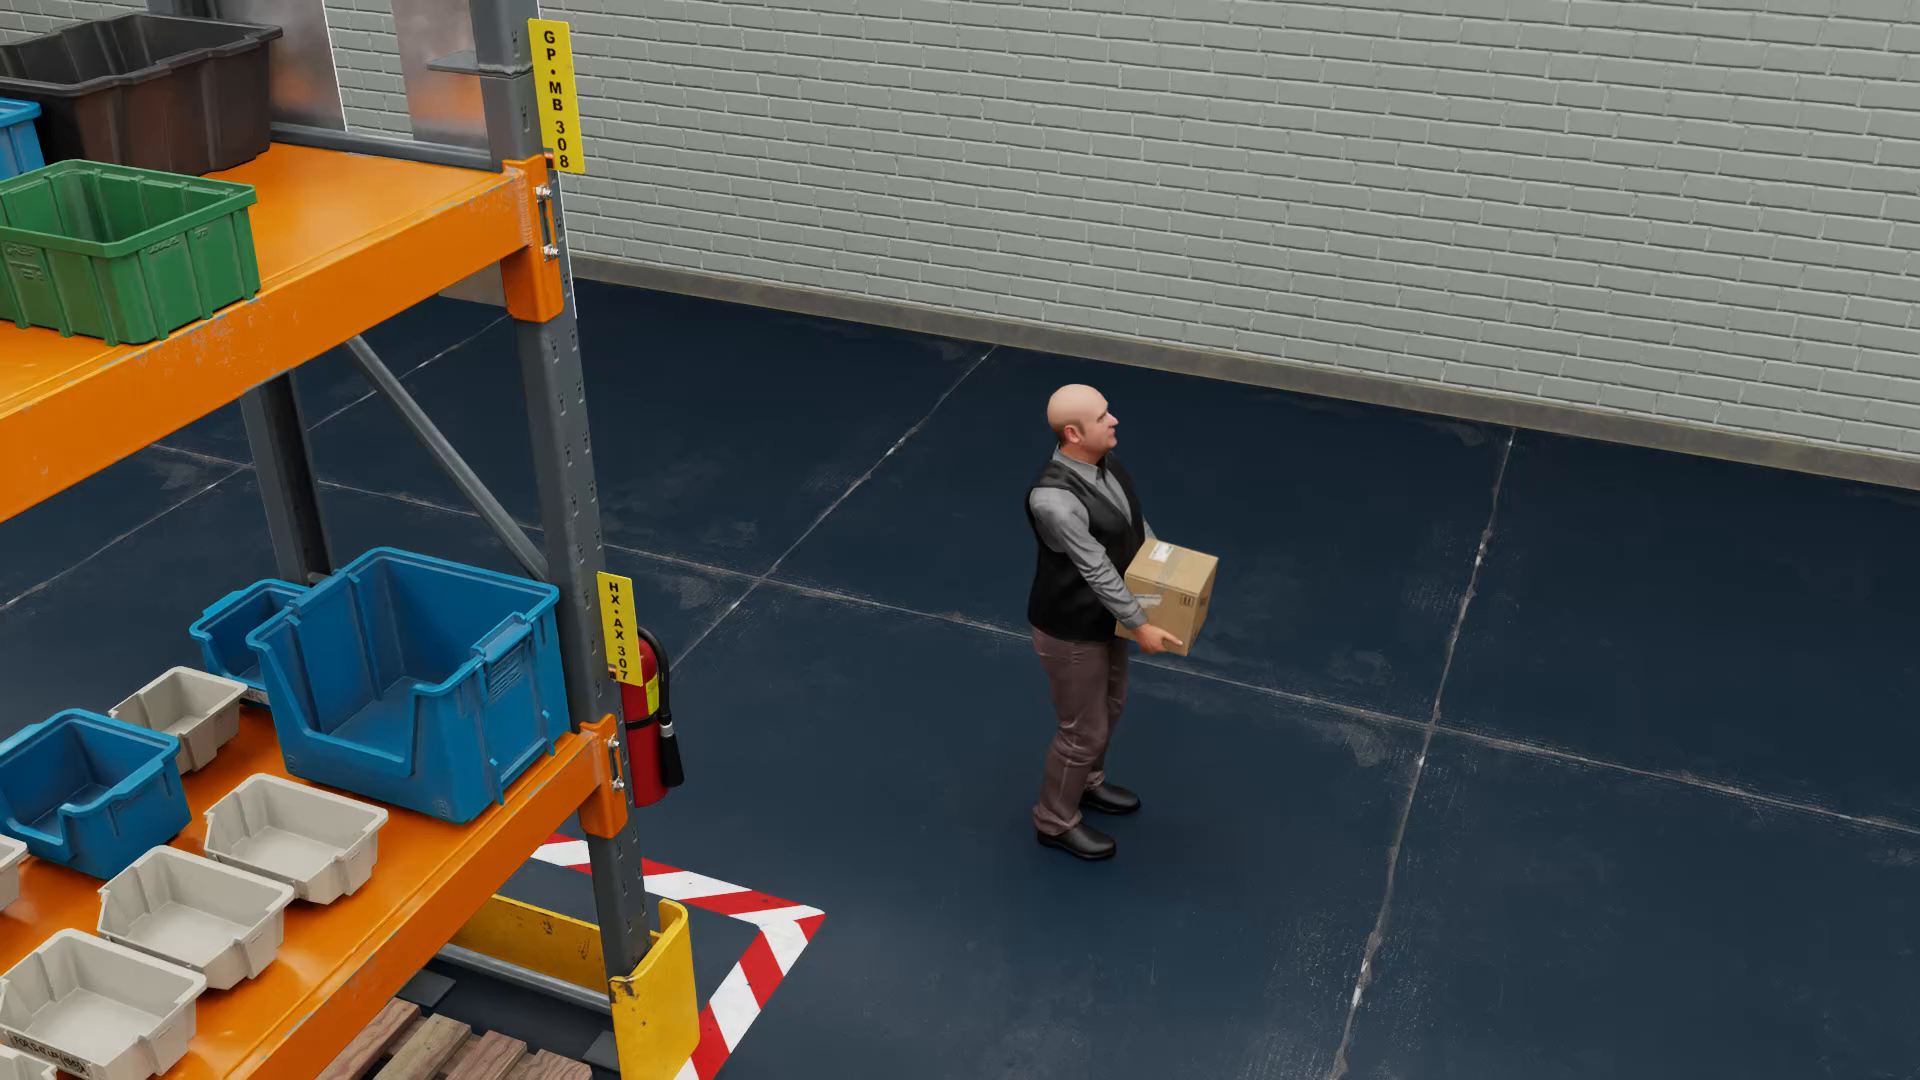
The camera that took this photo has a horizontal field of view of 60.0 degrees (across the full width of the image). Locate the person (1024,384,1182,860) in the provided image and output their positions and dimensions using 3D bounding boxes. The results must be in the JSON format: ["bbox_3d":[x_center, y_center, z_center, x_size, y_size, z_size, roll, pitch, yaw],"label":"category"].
[{"bbox_3d":[0.518,0.289,5.649,0.559,1.712,0.494,11,31,19],"label":"person"}]
